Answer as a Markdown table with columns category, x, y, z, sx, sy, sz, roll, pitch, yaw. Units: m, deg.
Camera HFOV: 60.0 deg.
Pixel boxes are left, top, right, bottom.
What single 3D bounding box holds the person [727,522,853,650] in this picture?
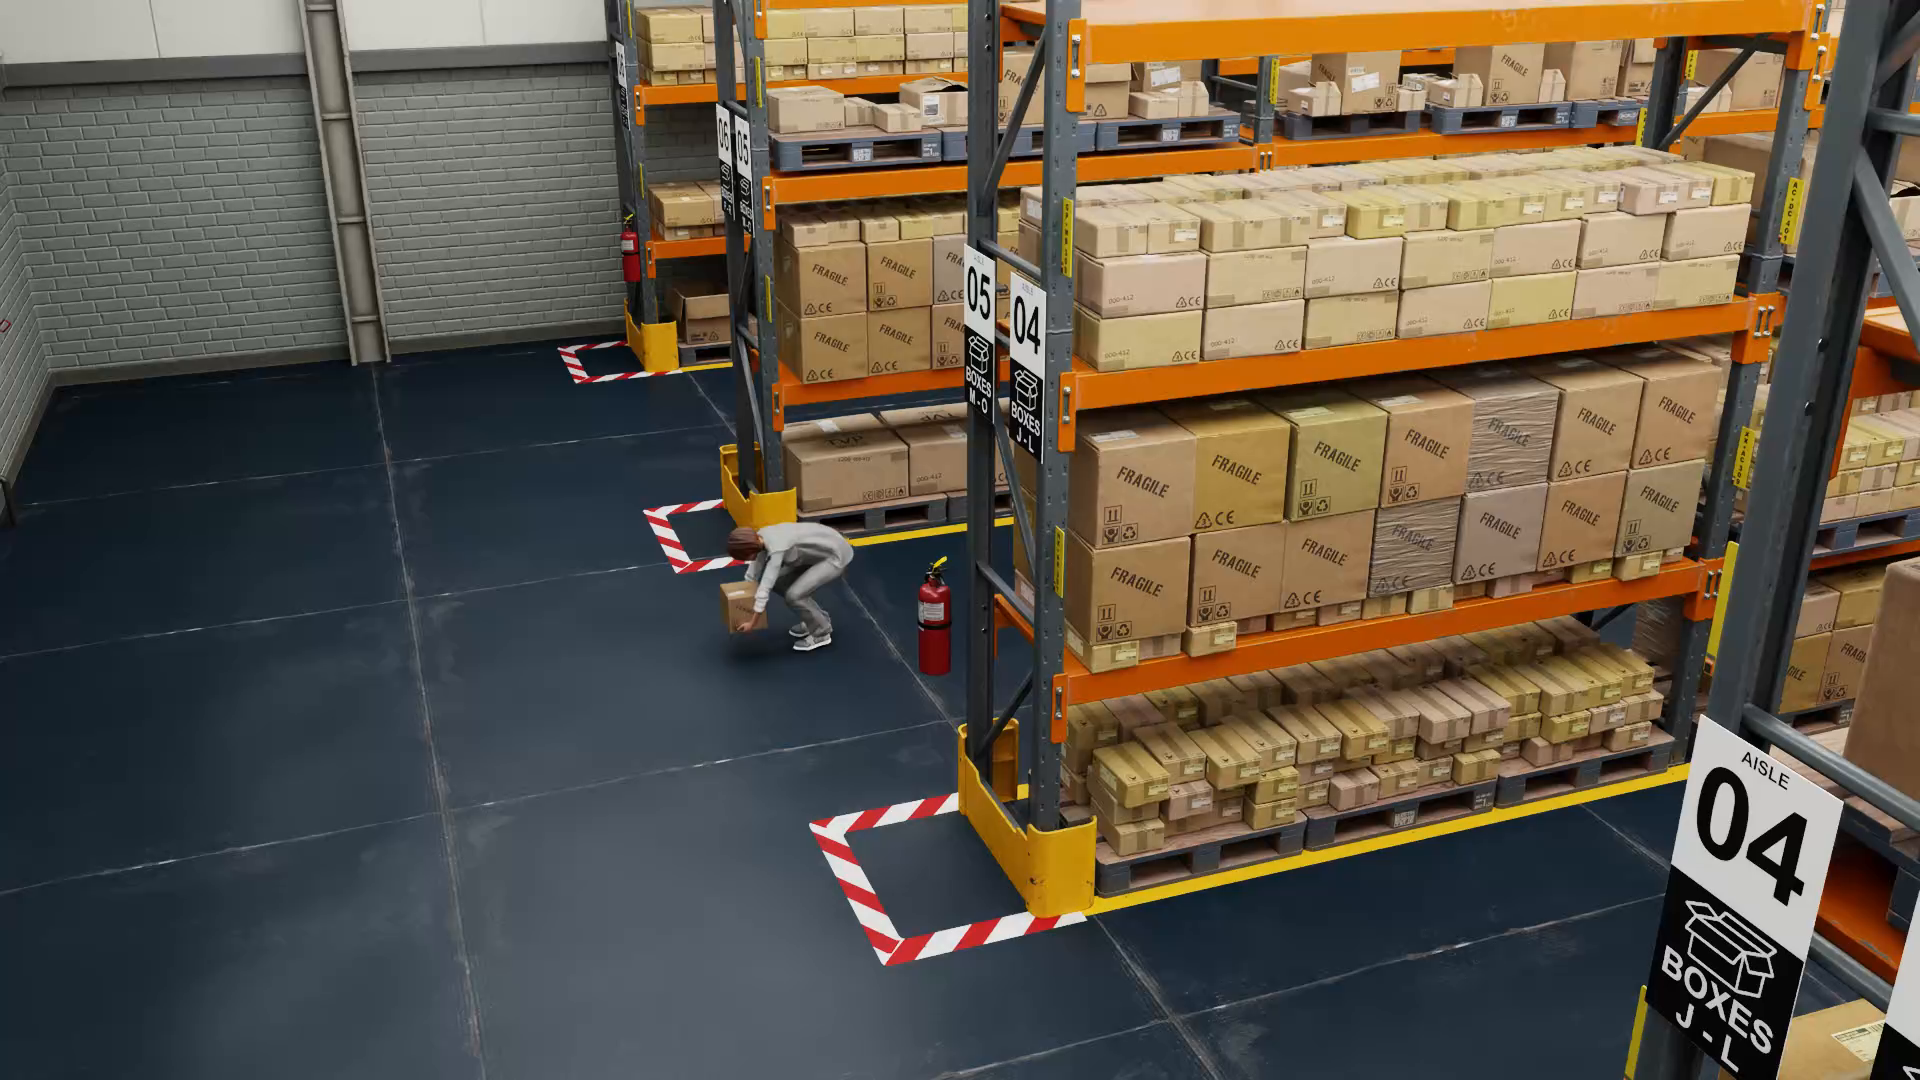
| category | x | y | z | sx | sy | sz | roll | pitch | yaw |
| --- | --- | --- | --- | --- | --- | --- | --- | --- | --- |
| person | -1.120 | 0.286 | 11.040 | 0.854 | 0.897 | 0.424 | -9 | 25 | -21 |
